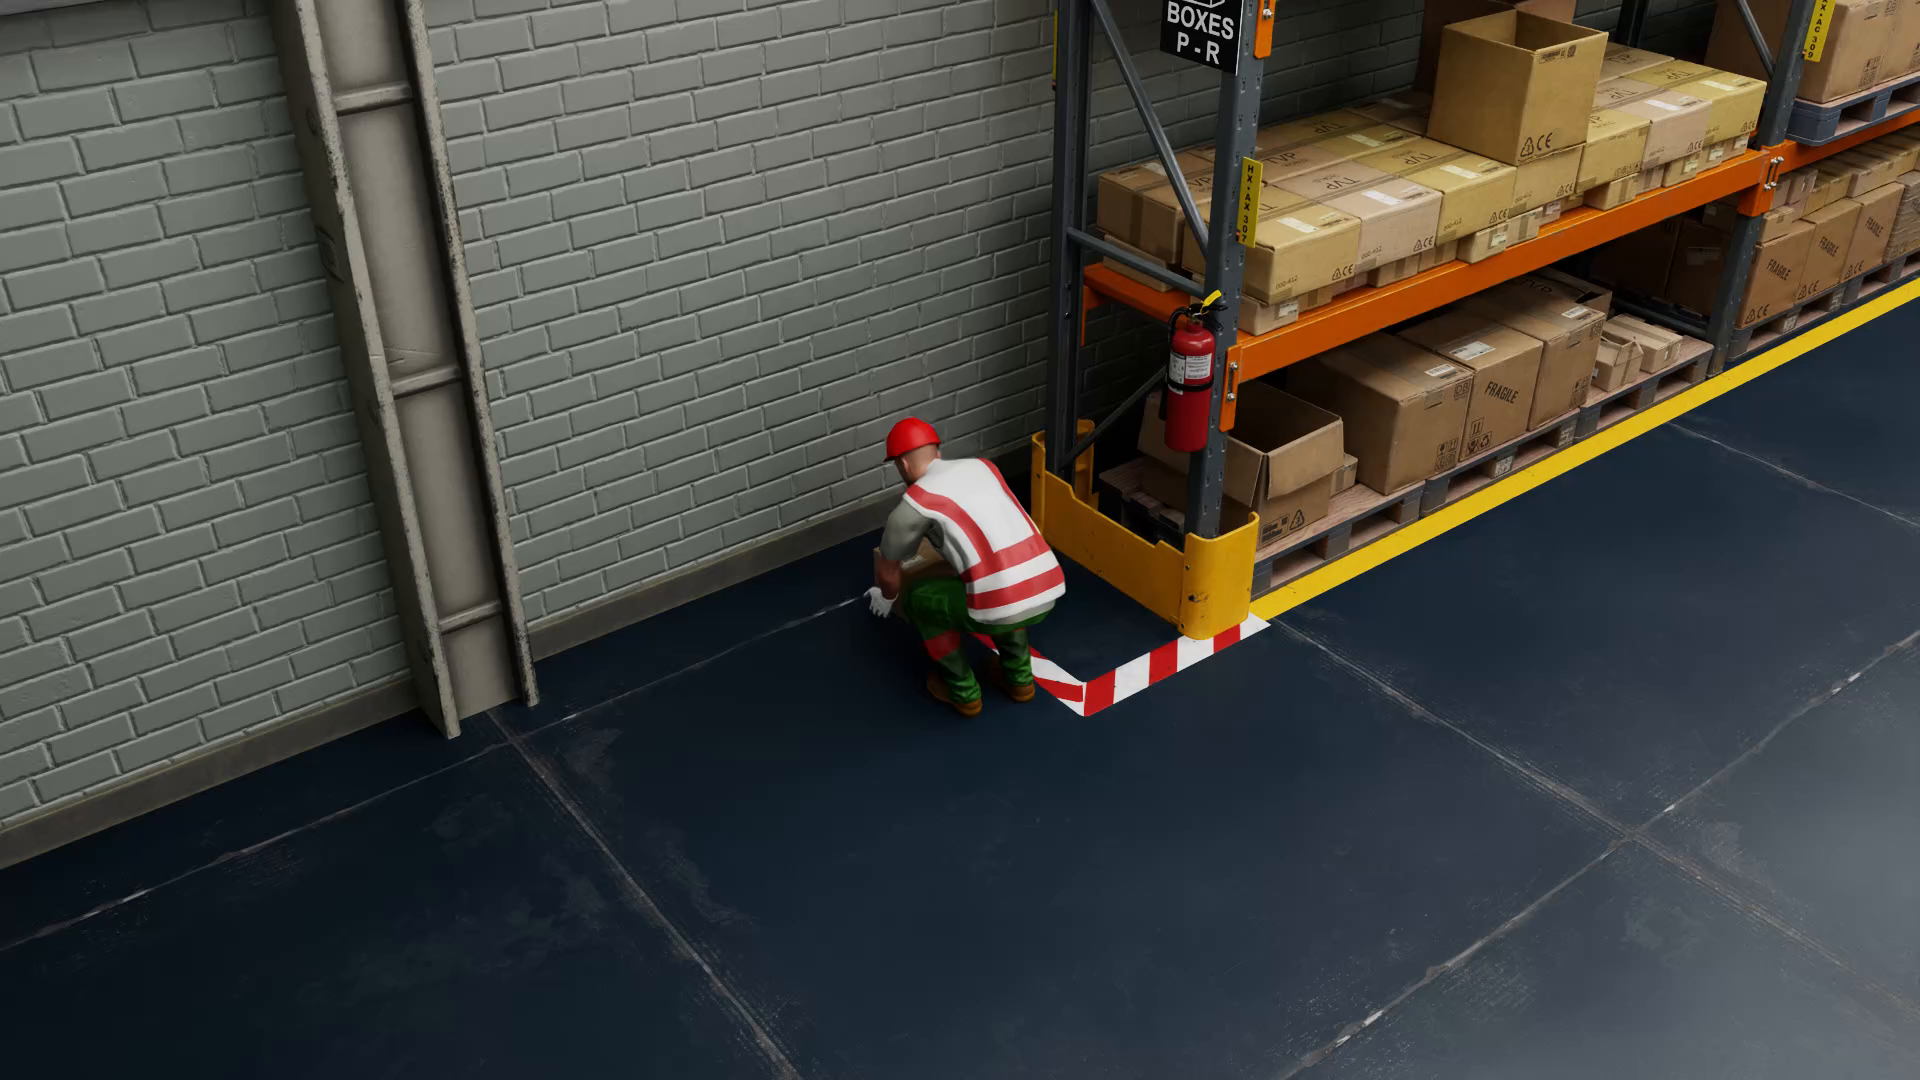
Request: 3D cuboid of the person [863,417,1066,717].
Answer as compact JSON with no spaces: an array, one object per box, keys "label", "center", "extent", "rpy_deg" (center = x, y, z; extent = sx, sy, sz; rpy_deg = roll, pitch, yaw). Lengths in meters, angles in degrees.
[{"label":"person","center":[0.012,0.133,6.541],"extent":[0.582,1.114,0.856],"rpy_deg":[-20,37,-29]}]
